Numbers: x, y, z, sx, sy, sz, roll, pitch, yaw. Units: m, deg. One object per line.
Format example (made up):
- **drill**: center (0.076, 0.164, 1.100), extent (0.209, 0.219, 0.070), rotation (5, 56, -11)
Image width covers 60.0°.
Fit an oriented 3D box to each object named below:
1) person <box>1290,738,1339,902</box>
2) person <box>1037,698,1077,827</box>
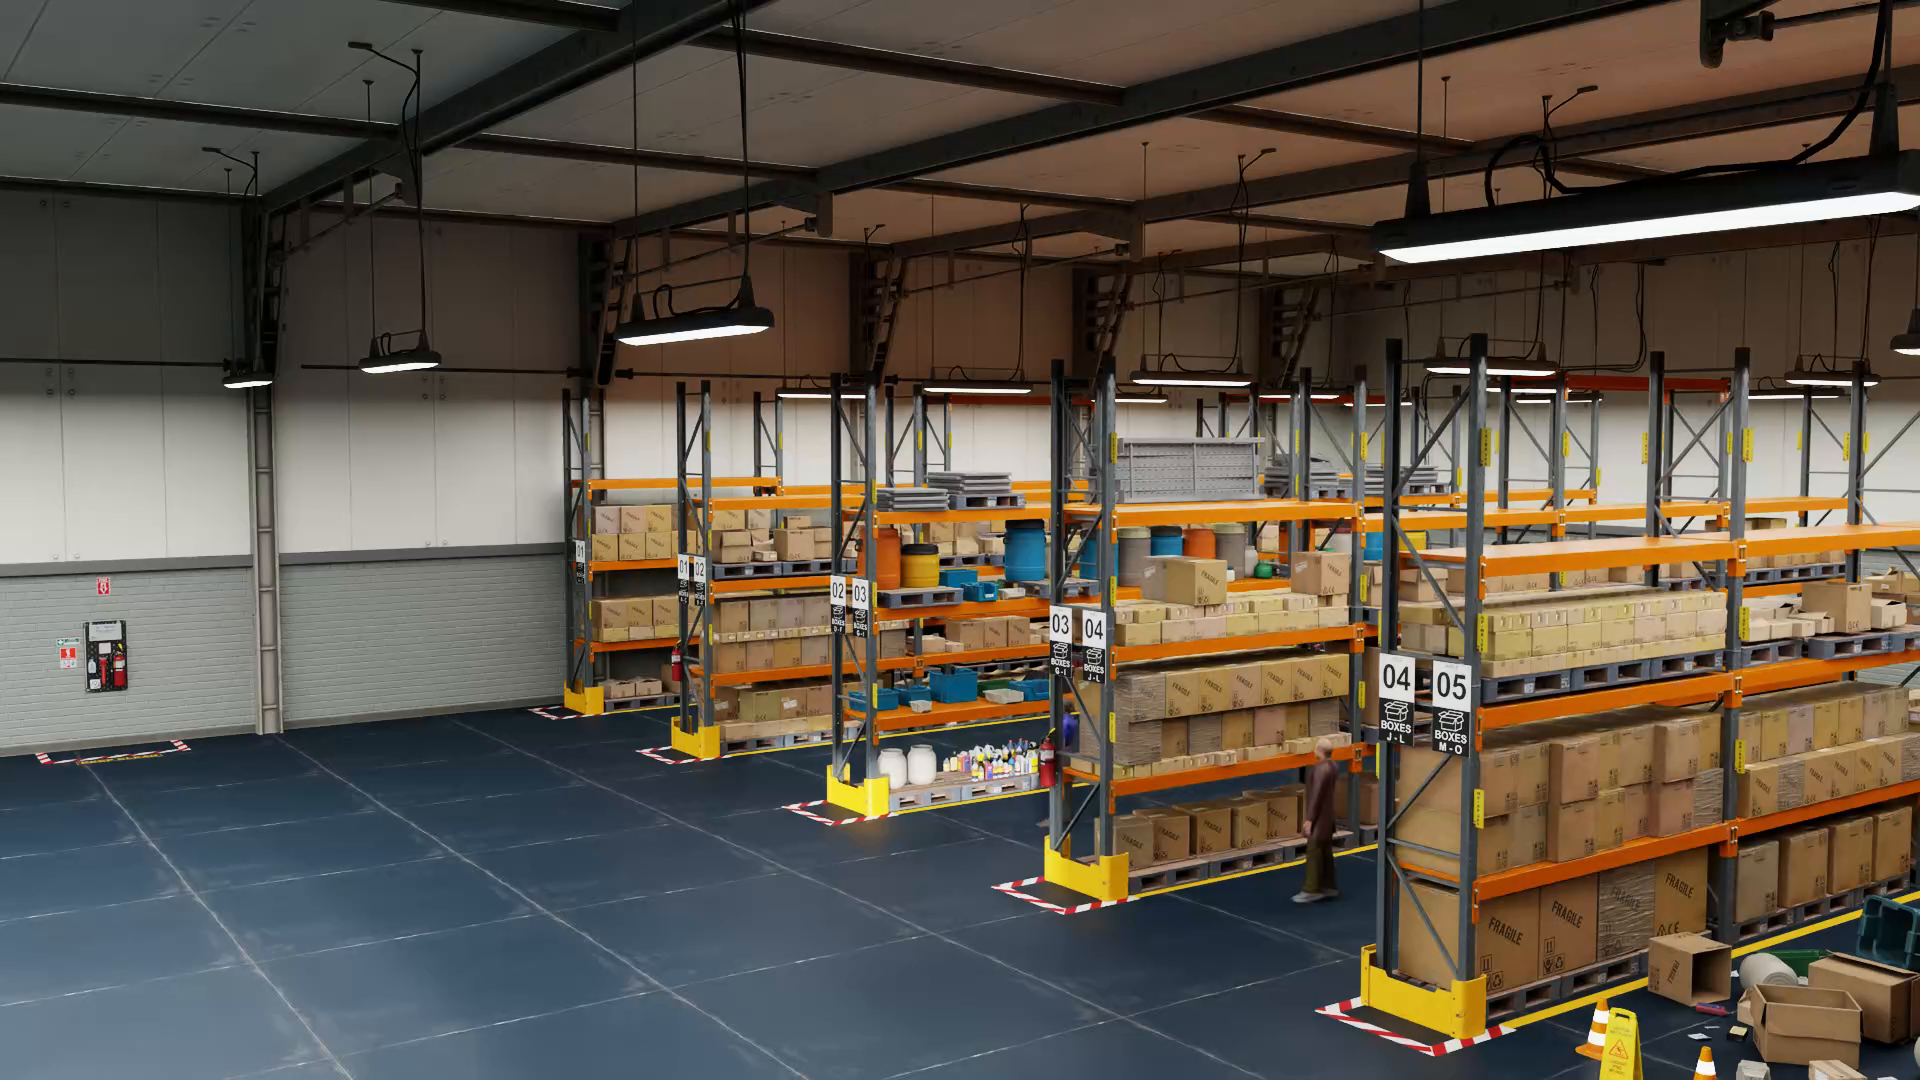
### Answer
- **person**: center (3.942, 3.100, 18.446), extent (0.516, 1.819, 0.600), rotation (1, 4, 16)
- **person**: center (1.298, 2.932, 21.992), extent (0.411, 1.658, 0.594), rotation (2, 4, 25)
